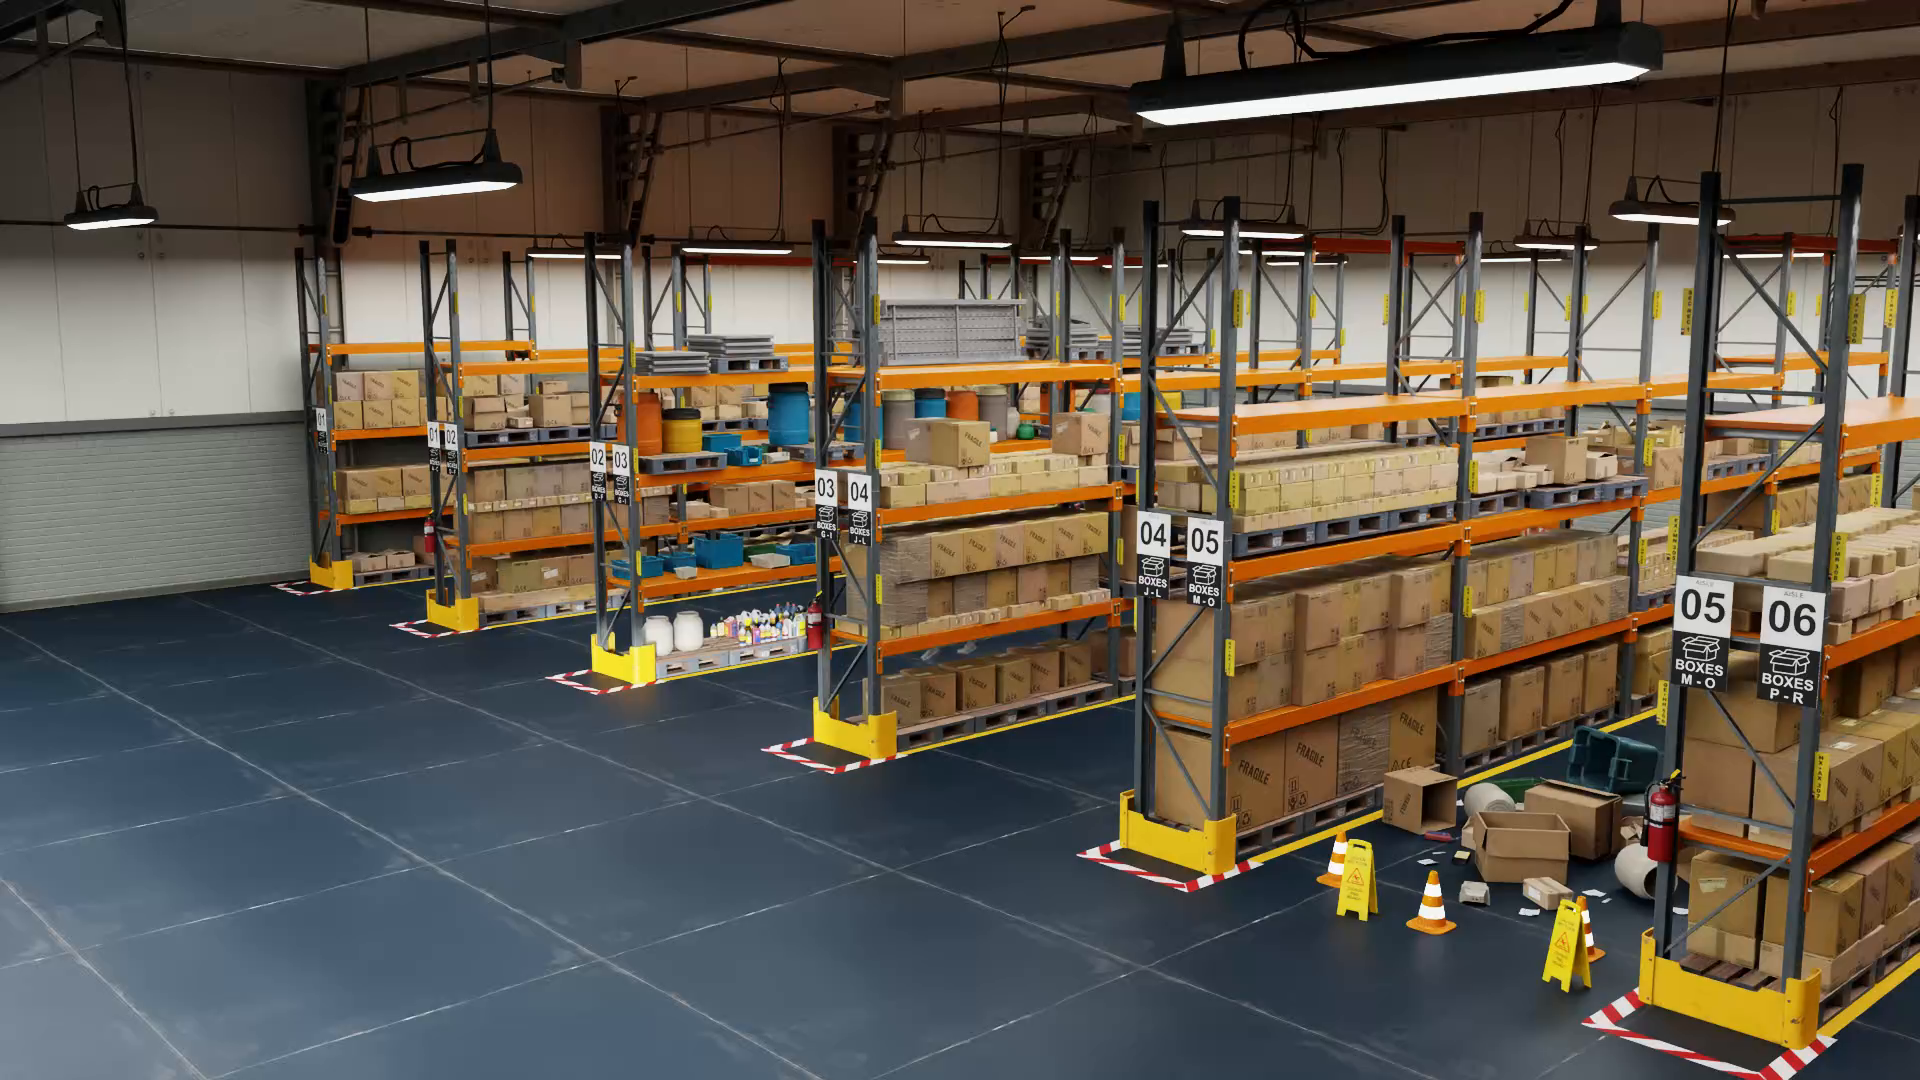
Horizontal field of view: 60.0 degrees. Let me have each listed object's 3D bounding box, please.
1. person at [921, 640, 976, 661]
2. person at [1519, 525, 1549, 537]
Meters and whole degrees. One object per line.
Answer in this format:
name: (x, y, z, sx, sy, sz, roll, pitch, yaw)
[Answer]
person: (-0.218, 0.903, 22.466, 1.077, 1.455, 0.594, -4, 9, -27)
person: (9.116, 0.422, 26.378, 0.772, 1.766, 0.652, -7, 11, -41)
